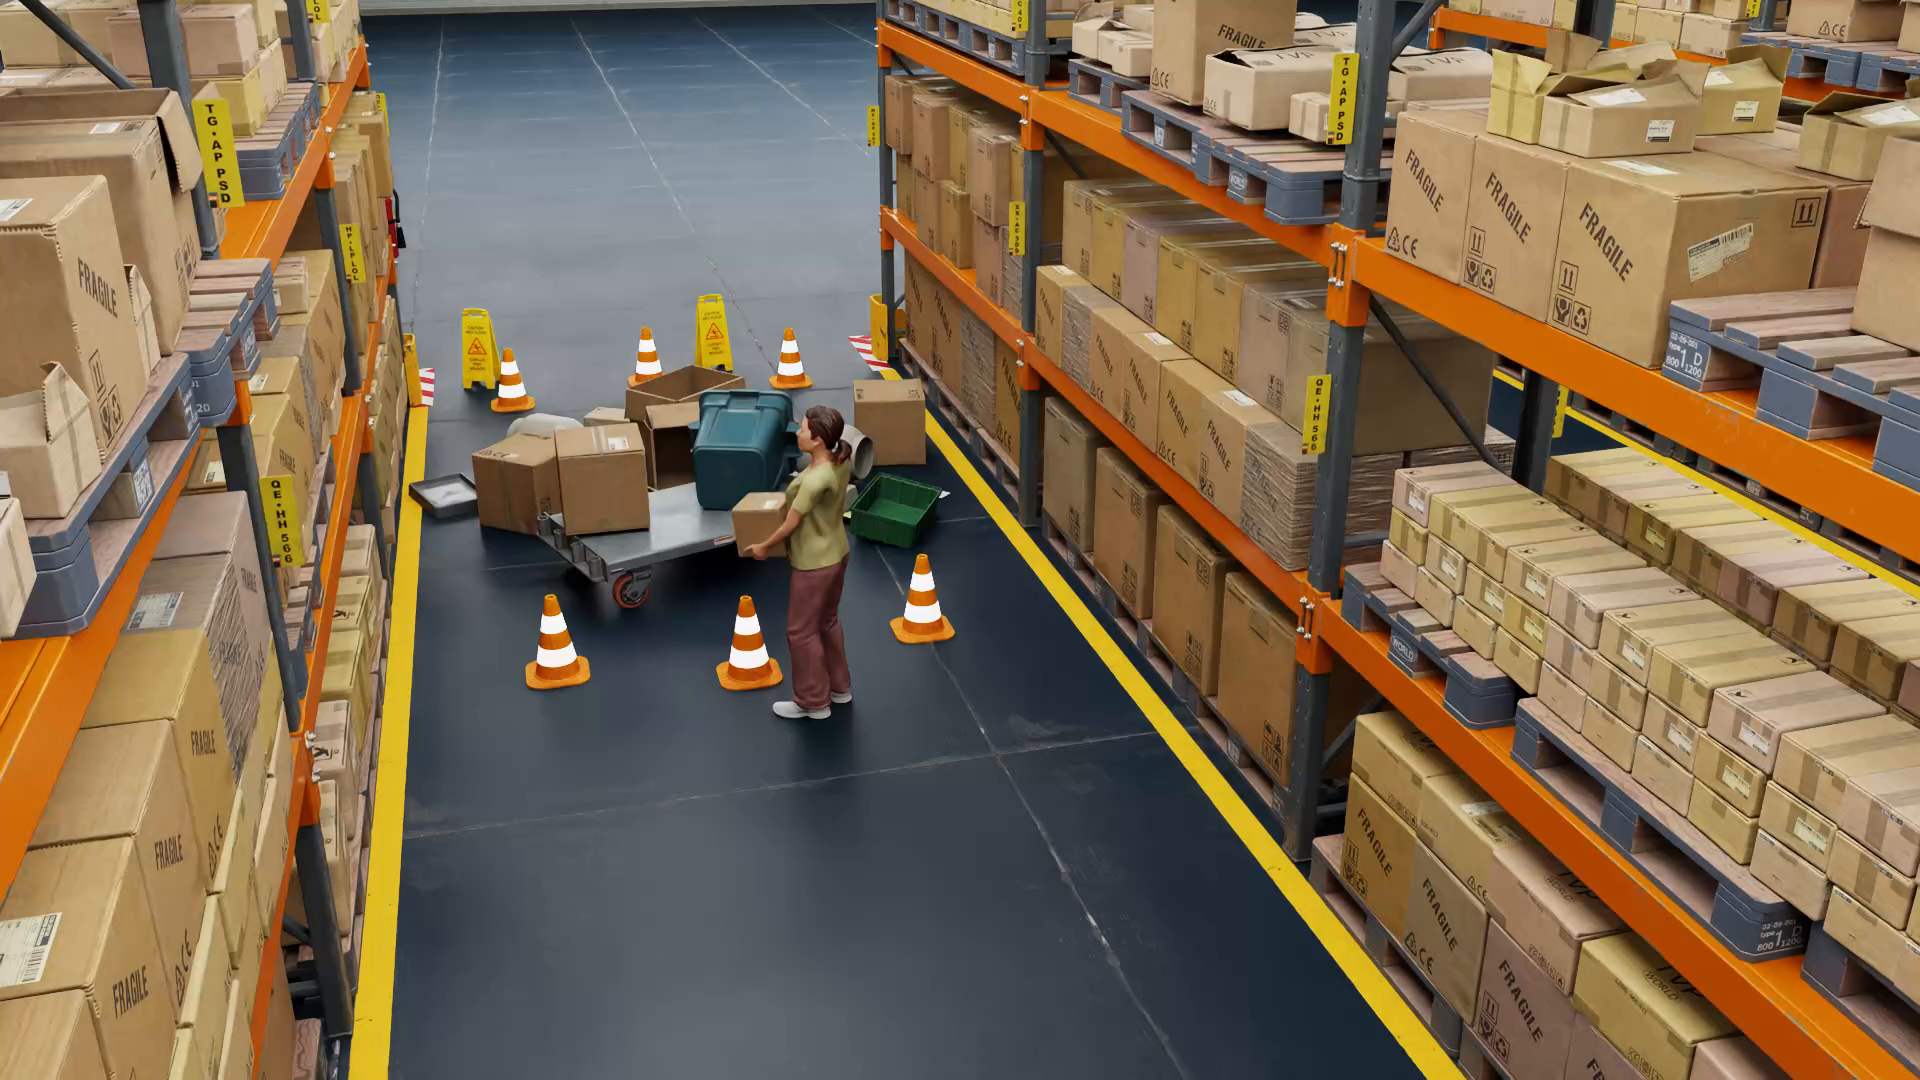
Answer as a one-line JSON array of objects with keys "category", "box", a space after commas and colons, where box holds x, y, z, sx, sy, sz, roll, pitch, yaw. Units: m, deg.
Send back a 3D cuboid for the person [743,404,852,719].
[{"category": "person", "box": [-0.780, 0.109, 8.356, 0.551, 1.667, 0.424, 6, 24, 13]}]
